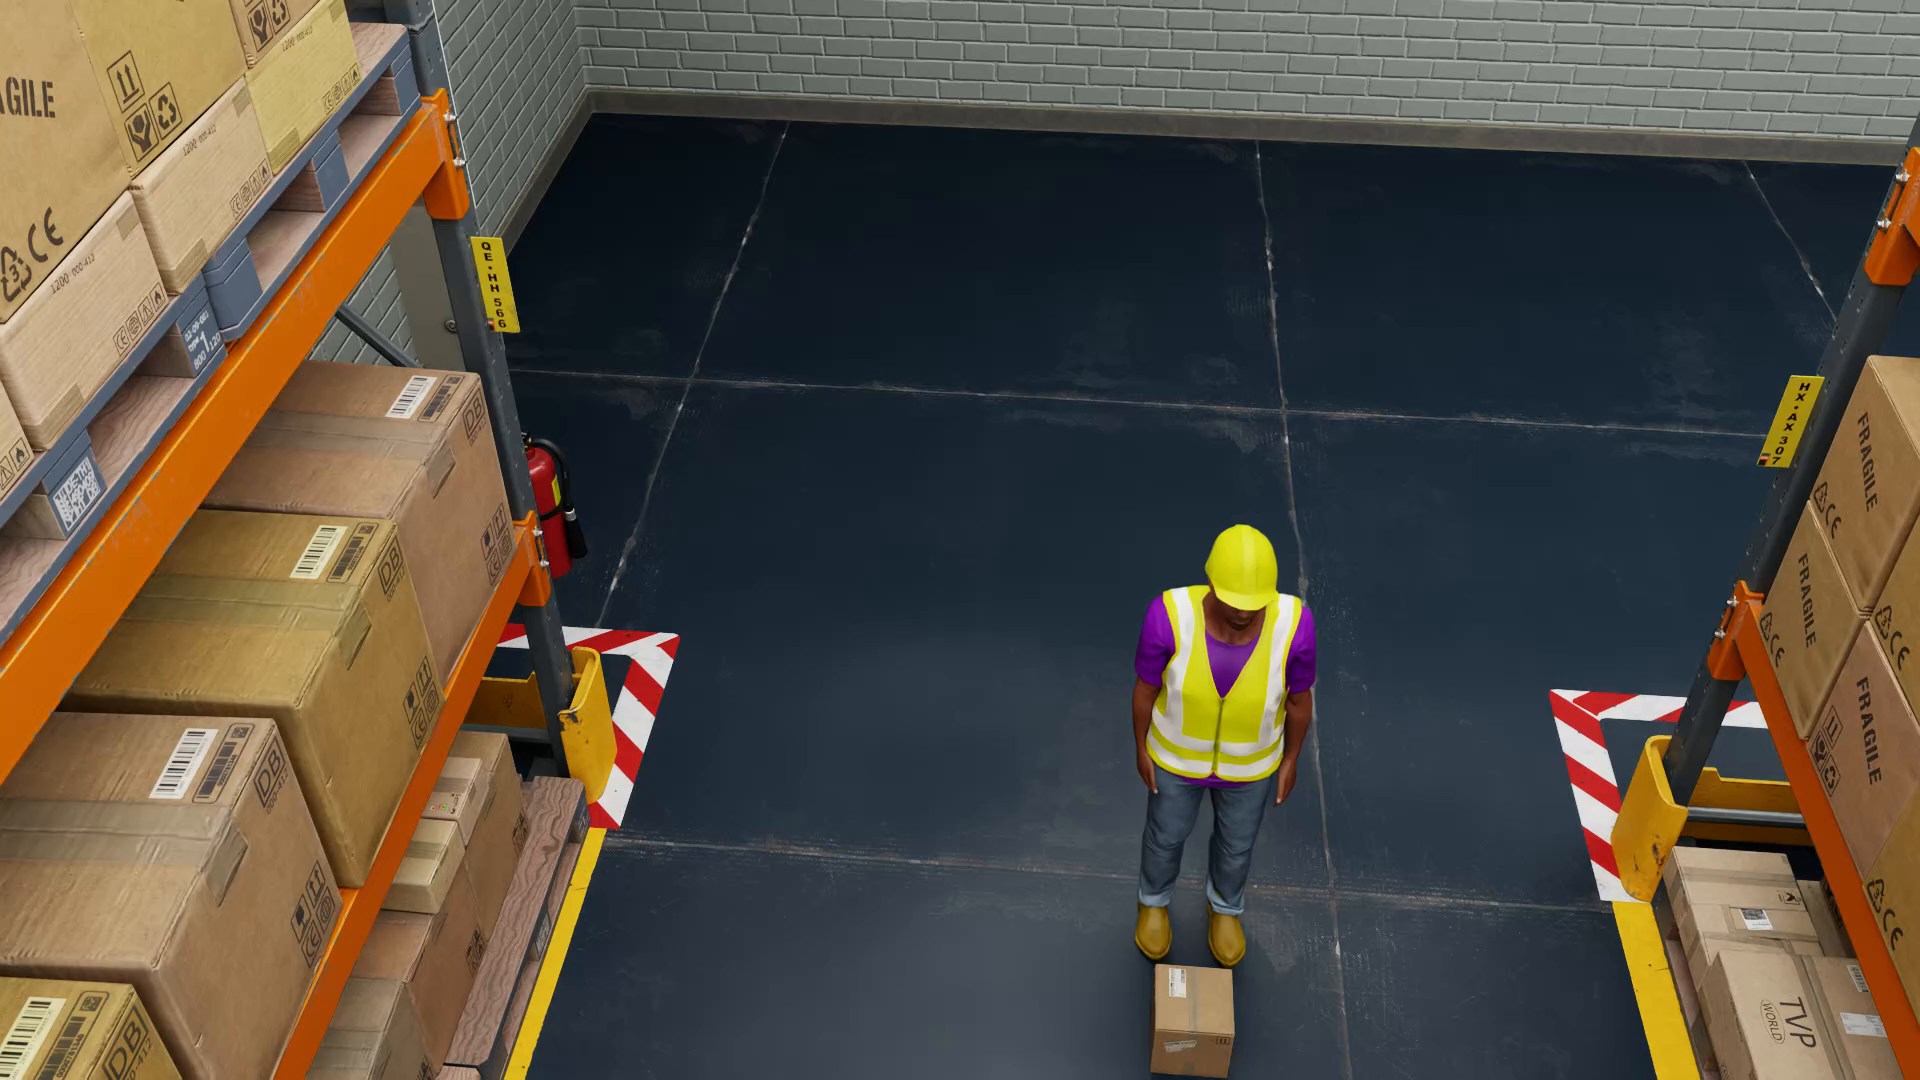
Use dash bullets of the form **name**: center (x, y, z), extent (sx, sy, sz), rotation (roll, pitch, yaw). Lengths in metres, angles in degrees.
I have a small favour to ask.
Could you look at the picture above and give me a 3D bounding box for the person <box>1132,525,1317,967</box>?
- **person**: center (0.817, 0.680, 5.320), extent (0.563, 1.767, 0.368), rotation (4, 40, 5)
